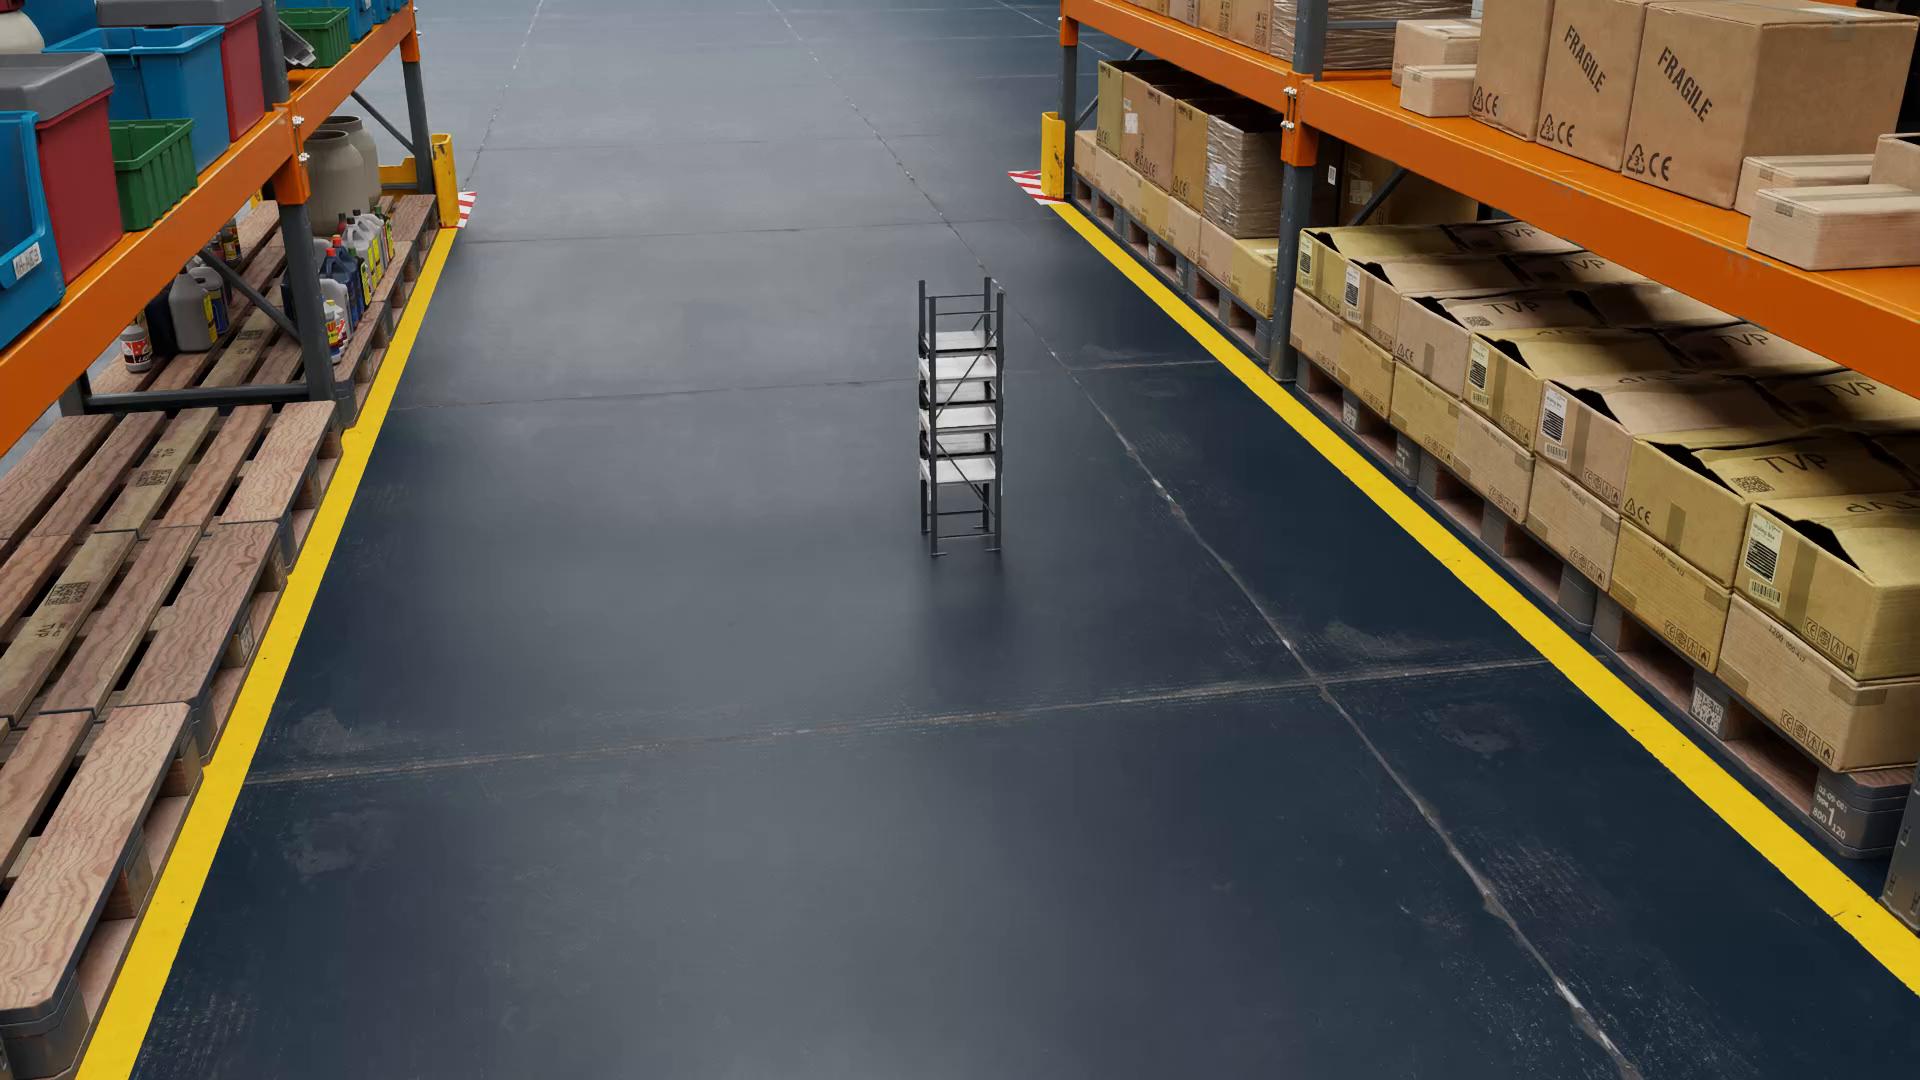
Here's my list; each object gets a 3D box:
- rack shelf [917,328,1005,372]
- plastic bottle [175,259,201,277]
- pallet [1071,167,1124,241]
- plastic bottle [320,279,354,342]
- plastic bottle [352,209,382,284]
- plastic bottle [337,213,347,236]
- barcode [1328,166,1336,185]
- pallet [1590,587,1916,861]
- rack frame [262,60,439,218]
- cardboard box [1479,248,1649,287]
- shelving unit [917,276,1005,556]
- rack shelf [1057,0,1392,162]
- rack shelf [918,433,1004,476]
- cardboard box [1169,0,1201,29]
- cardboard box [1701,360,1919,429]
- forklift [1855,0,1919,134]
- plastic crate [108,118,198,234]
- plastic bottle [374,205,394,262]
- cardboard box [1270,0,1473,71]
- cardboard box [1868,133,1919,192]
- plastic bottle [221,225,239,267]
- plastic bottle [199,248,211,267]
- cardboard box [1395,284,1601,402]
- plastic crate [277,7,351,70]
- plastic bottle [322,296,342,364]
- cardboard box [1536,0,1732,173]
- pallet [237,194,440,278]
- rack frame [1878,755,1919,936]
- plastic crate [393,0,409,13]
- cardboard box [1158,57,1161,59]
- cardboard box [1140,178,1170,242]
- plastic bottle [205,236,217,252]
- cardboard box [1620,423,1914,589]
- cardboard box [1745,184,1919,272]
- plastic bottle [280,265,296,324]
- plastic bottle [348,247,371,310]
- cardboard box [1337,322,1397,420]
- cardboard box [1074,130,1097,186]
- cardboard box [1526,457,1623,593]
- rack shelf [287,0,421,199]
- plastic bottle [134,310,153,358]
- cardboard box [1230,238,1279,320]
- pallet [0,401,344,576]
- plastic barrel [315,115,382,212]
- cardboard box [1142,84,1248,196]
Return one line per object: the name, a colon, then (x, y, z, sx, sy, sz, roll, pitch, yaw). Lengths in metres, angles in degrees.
rack shelf: (0.001, -0.626, 5.468, 0.258, 0.077, 0.200, -4, 24, -10)
plastic bottle: (-3.487, -1.180, 7.465, 0.144, 0.351, 0.185, -4, 24, -10)
pallet: (1.322, -2.121, 10.343, 1.003, 0.211, 1.213, -4, 24, -10)
plastic bottle: (-2.704, -0.995, 7.133, 0.152, 0.276, 0.135, -3, 24, -8)
plastic bottle: (-2.879, -1.409, 7.988, 0.144, 0.351, 0.185, -3, 24, -8)
plastic bottle: (-3.043, -1.489, 8.256, 0.061, 0.283, 0.133, -4, 24, -10)
barcode: (1.517, -1.488, 6.784, 0.001, 0.075, 0.075, -4, 24, -10)
pallet: (2.505, 0.401, 4.568, 1.003, 0.211, 1.213, -4, 24, -10)
rack frame: (-3.729, -3.332, 9.630, 1.000, 3.000, 0.127, -4, 24, -10)
cardboard box: (2.338, -0.970, 6.434, 0.500, 0.311, 0.500, -4, 24, -8)
shelving unit: (0.001, -0.409, 5.563, 0.258, 0.900, 0.210, -4, 24, -10)
rack shelf: (1.509, -2.580, 8.809, 1.077, 0.370, 4.000, -4, 24, -10)
rack shelf: (0.001, -0.296, 5.612, 0.258, 0.077, 0.200, -4, 24, -10)
cardboard box: (1.502, -2.949, 8.630, 0.700, 0.500, 0.500, -4, 24, -8)
cardboard box: (2.613, -0.374, 5.068, 0.500, 0.311, 0.500, -5, 24, -11)
forklift: (4.401, -1.982, 6.627, 1.130, 2.935, 3.031, -5, 24, -12)
plastic crate: (-2.390, -0.997, 4.550, 0.450, 0.188, 0.662, -4, 24, -10)
plastic bottle: (-2.919, -1.554, 8.404, 0.061, 0.283, 0.133, -4, 24, -8)
cardboard box: (1.791, -2.343, 7.243, 0.700, 0.500, 0.500, -5, 24, -11)
cardboard box: (2.644, -0.875, 4.118, 0.500, 0.311, 0.500, -5, 24, -10)
plastic bottle: (-3.681, -1.474, 8.324, 0.097, 0.201, 0.097, 0, 24, 0)
plastic bottle: (-3.391, -1.167, 7.519, 0.061, 0.283, 0.133, -4, 24, -10)
cardboard box: (1.895, -0.731, 5.886, 0.500, 0.311, 0.500, -5, 24, -11)
plastic crate: (-2.963, -2.216, 7.341, 0.450, 0.188, 0.662, -4, 24, -10)
plastic bottle: (-2.617, -0.867, 6.847, 0.097, 0.271, 0.097, 0, 24, 0)
cardboard box: (2.195, -1.462, 5.224, 0.500, 0.500, 0.500, -4, 24, -10)
pallet: (-3.524, -1.707, 9.395, 1.003, 0.211, 1.213, -4, 24, -10)
rack frame: (2.619, -0.550, 3.262, 1.000, 3.000, 0.127, -4, 24, -10)
plastic crate: (-3.342, -3.089, 9.260, 0.499, 0.251, 0.616, -4, 24, -10)
cardboard box: (1.531, -2.784, 10.350, 0.500, 0.500, 0.500, -4, 24, -10)
cardboard box: (1.296, -1.812, 9.061, 0.500, 0.250, 0.500, -4, 24, -10)
plastic bottle: (-3.618, -1.373, 8.004, 0.097, 0.271, 0.097, 0, 24, 0)
cardboard box: (2.178, -0.131, 4.513, 0.500, 0.311, 0.500, -5, 24, -11)
cardboard box: (2.181, -0.768, 4.075, 0.380, 0.149, 0.250, -4, 24, -10)
plastic bottle: (-2.872, -1.083, 7.243, 0.144, 0.351, 0.185, -4, 24, -10)
plastic bottle: (-2.755, -1.206, 7.607, 0.061, 0.283, 0.133, -3, 24, -7)
cardboard box: (1.804, -0.678, 6.464, 0.500, 0.250, 0.500, -4, 24, -8)
cardboard box: (1.020, -2.402, 10.412, 0.500, 0.250, 0.500, -4, 24, -10)
cardboard box: (2.093, -0.072, 5.077, 0.500, 0.250, 0.500, -4, 24, -9)
rack shelf: (-3.359, -2.215, 7.973, 1.077, 0.370, 4.000, -4, 24, -10)
plastic bottle: (-3.402, -0.880, 6.861, 0.061, 0.283, 0.133, -3, 24, -7)
cardboard box: (1.579, -1.222, 7.711, 0.500, 0.250, 0.500, -4, 24, -10)
pallet: (-2.806, -0.174, 5.885, 1.003, 0.211, 1.213, -4, 24, -10)
plastic barrel: (-3.532, -2.131, 9.465, 0.421, 0.512, 0.421, 0, 24, 0)
cardboard box: (1.295, -2.155, 8.911, 0.500, 0.500, 0.500, -4, 24, -10)
